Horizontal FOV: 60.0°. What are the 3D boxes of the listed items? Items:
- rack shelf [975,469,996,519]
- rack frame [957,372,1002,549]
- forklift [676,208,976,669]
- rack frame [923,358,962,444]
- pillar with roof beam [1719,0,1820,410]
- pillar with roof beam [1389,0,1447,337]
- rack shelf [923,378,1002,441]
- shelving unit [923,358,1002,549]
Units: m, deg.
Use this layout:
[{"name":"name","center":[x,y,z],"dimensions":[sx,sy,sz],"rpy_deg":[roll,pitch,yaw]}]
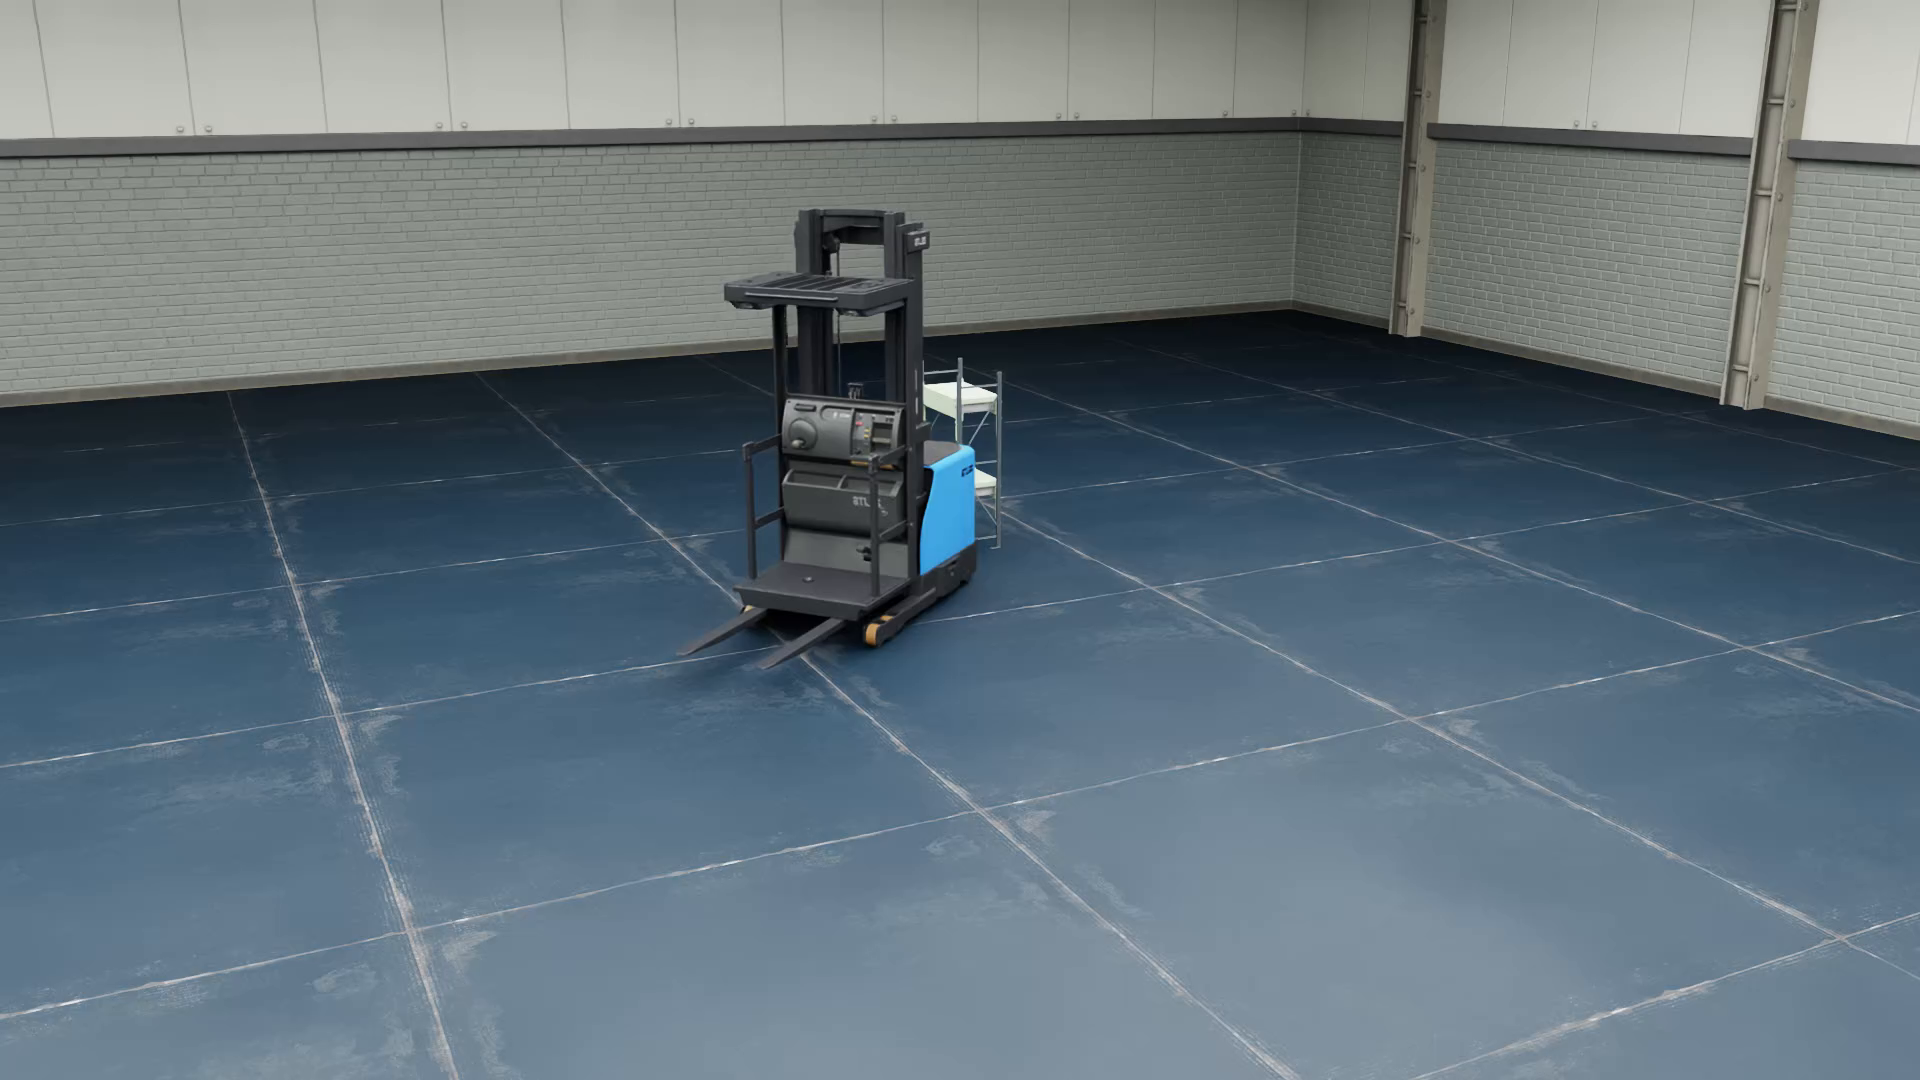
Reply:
[{"name":"rack shelf","center":[-0.003,-0.409,14.139],"dimensions":[0.431,0.370,0.720],"rpy_deg":[-8,18,-25]},{"name":"rack frame","center":[0.157,-0.632,13.733],"dimensions":[0.400,1.500,0.023],"rpy_deg":[-8,18,-25]},{"name":"forklift","center":[-0.933,-0.795,11.706],"dimensions":[1.130,2.935,3.031],"rpy_deg":[7,17,23]},{"name":"rack frame","center":[-0.163,-0.813,14.366],"dimensions":[0.400,1.500,0.023],"rpy_deg":[-8,18,-25]},{"name":"pillar with roof beam","center":[5.453,-5.406,16.774],"dimensions":[9.100,9.000,0.400],"rpy_deg":[-8,18,-25]},{"name":"pillar with roof beam","center":[2.824,-6.894,21.958],"dimensions":[9.100,9.000,0.400],"rpy_deg":[-8,18,-25]},{"name":"rack shelf","center":[-0.003,-1.098,13.942],"dimensions":[0.431,0.370,0.720],"rpy_deg":[-8,18,-25]},{"name":"shelving unit","center":[-0.003,-0.723,14.050],"dimensions":[0.431,1.500,0.755],"rpy_deg":[-8,18,-25]}]
